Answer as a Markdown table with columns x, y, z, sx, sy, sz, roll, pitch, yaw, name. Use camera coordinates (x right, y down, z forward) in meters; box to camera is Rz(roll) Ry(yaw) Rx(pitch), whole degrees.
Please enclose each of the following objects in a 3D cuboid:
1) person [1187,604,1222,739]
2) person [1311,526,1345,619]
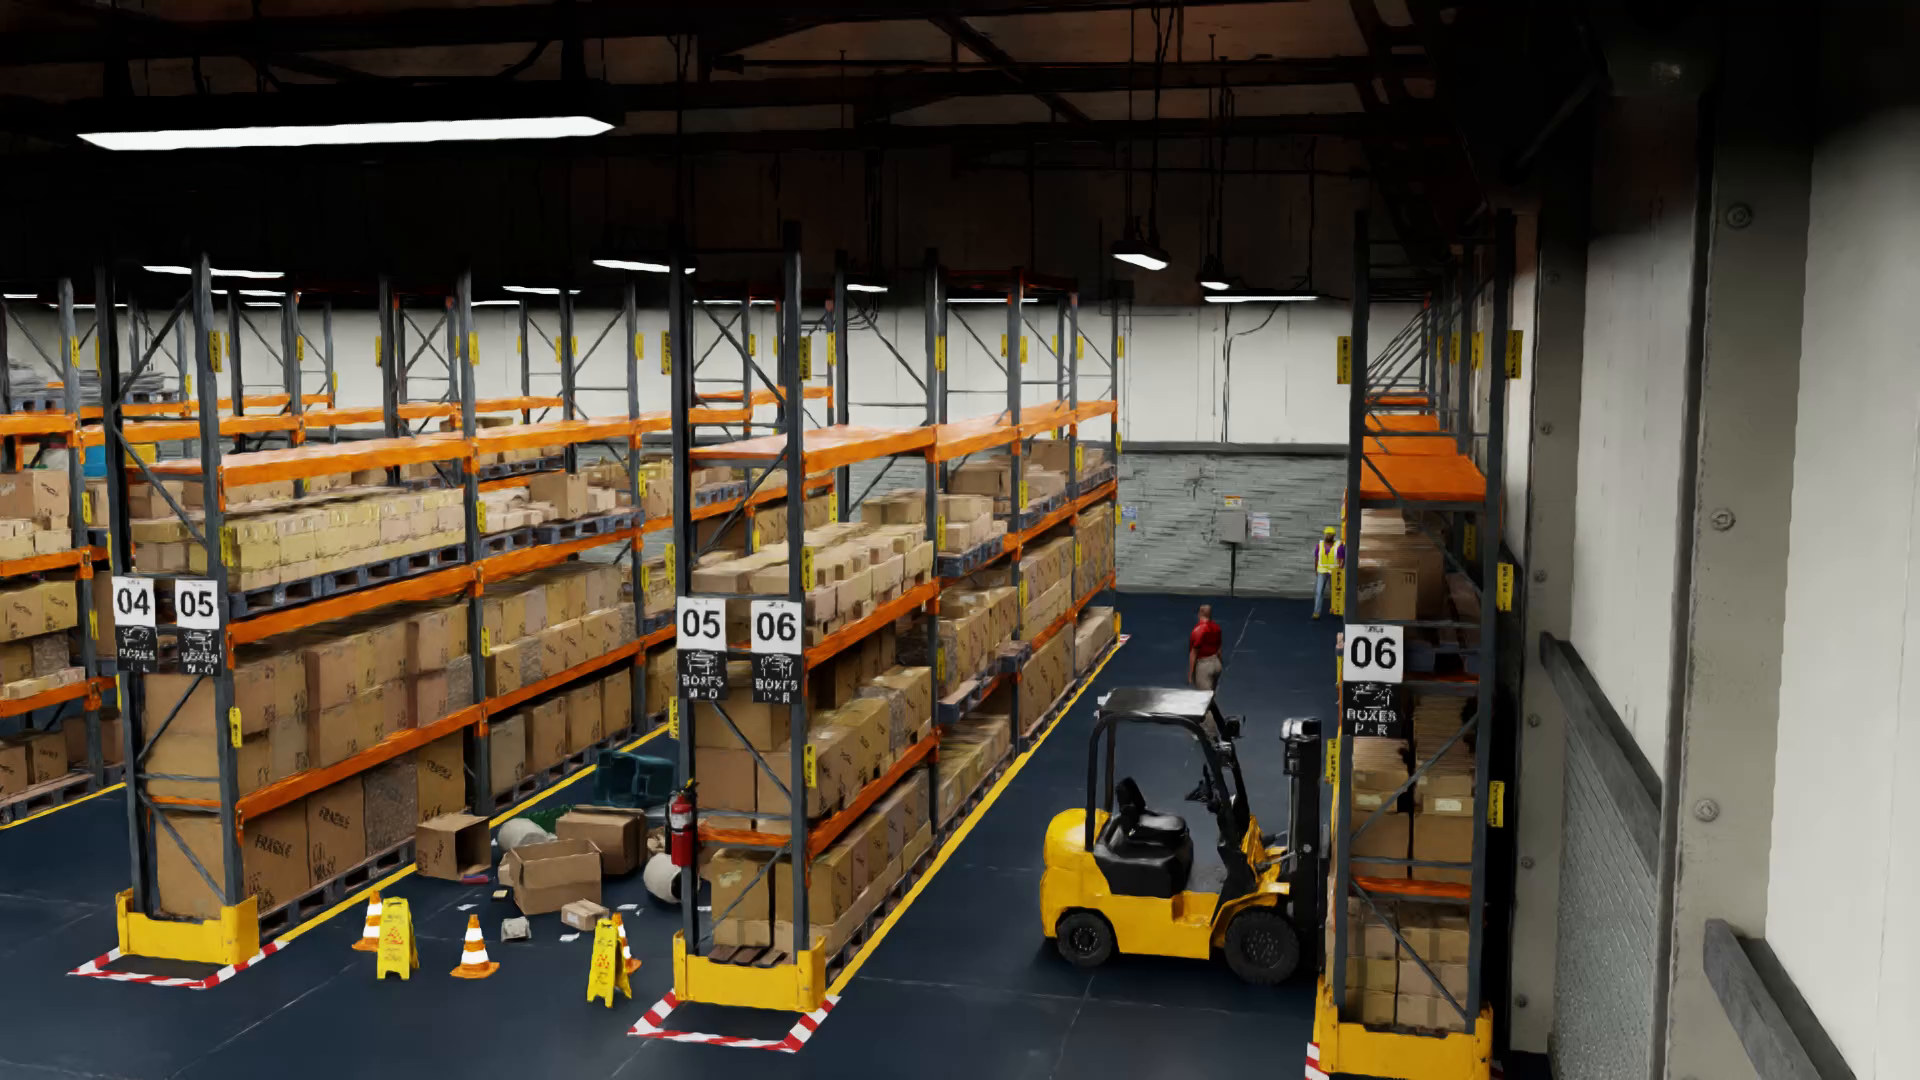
| x | y | z | sx | sy | sz | roll | pitch | yaw | name |
| --- | --- | --- | --- | --- | --- | --- | --- | --- | --- |
| 3.147 | 1.676 | 21.566 | 0.591 | 1.712 | 0.651 | 6 | 9 | 39 | person |
| 6.784 | 0.586 | 30.572 | 0.567 | 1.708 | 1.041 | 3 | 8 | 22 | person |
